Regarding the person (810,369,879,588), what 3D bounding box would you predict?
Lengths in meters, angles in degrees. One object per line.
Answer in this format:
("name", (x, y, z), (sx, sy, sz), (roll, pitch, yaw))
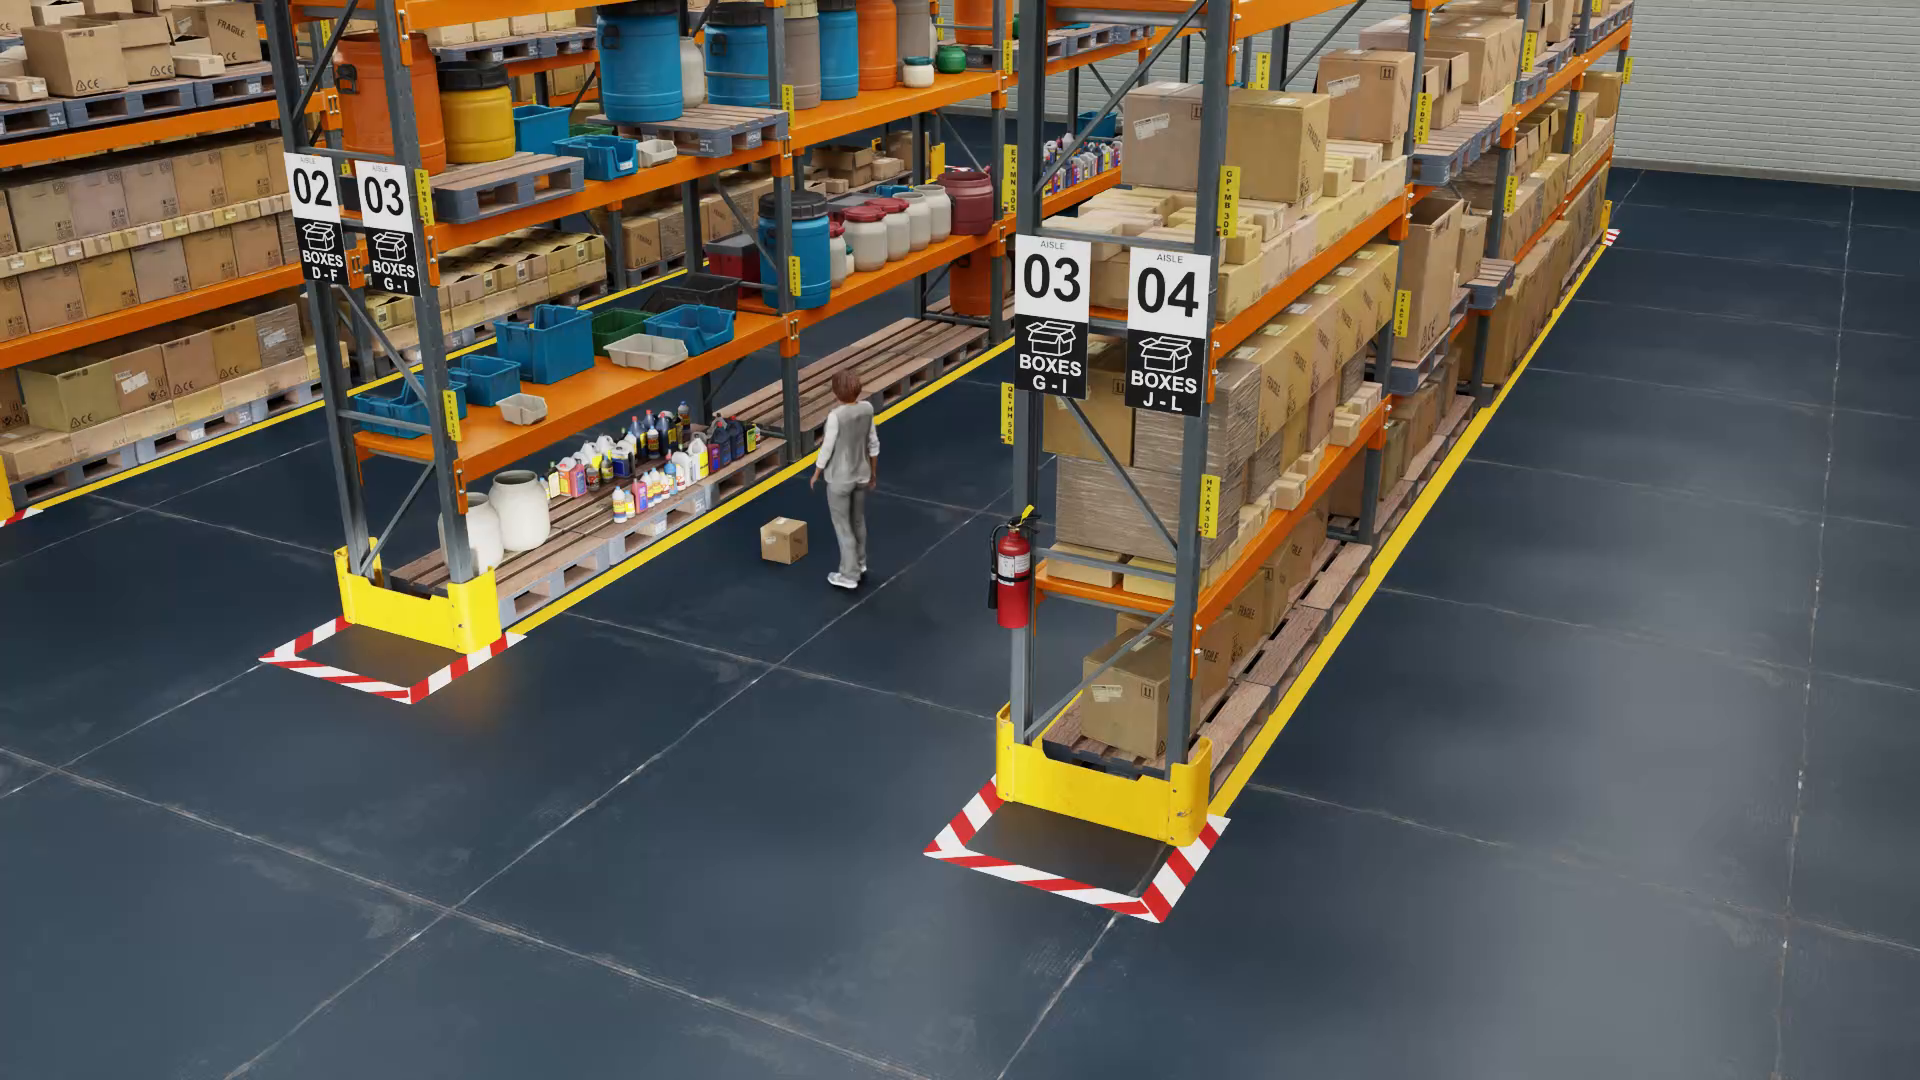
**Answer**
("person", (-0.827, -0.431, 11.734), (0.458, 1.634, 0.424), (-20, 30, -39))
